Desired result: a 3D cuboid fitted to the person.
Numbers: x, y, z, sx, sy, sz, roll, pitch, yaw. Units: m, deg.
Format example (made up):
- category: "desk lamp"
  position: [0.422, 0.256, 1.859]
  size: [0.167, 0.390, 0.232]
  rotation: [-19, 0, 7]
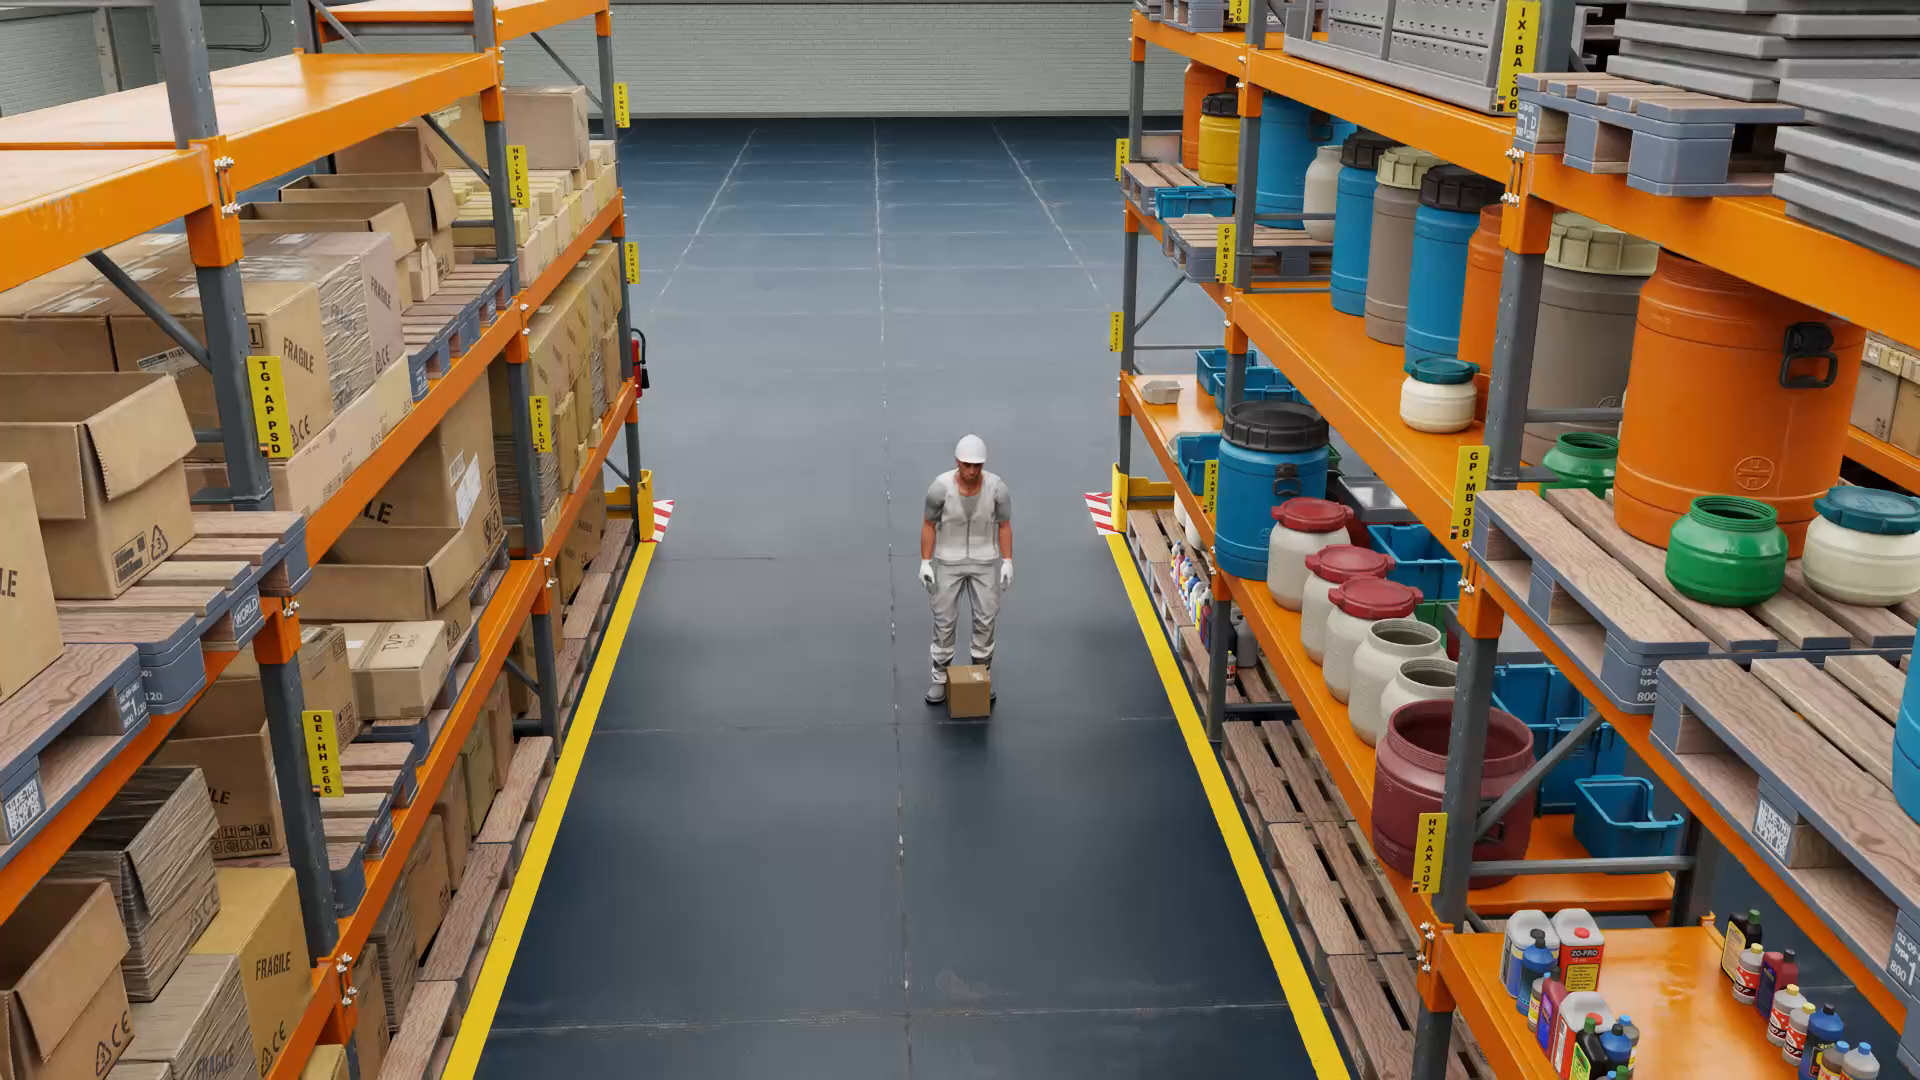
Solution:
- category: "person"
  position: [0.043, 0.174, 10.582]
  size: [0.612, 1.779, 0.455]
  rotation: [-1, 20, -4]
